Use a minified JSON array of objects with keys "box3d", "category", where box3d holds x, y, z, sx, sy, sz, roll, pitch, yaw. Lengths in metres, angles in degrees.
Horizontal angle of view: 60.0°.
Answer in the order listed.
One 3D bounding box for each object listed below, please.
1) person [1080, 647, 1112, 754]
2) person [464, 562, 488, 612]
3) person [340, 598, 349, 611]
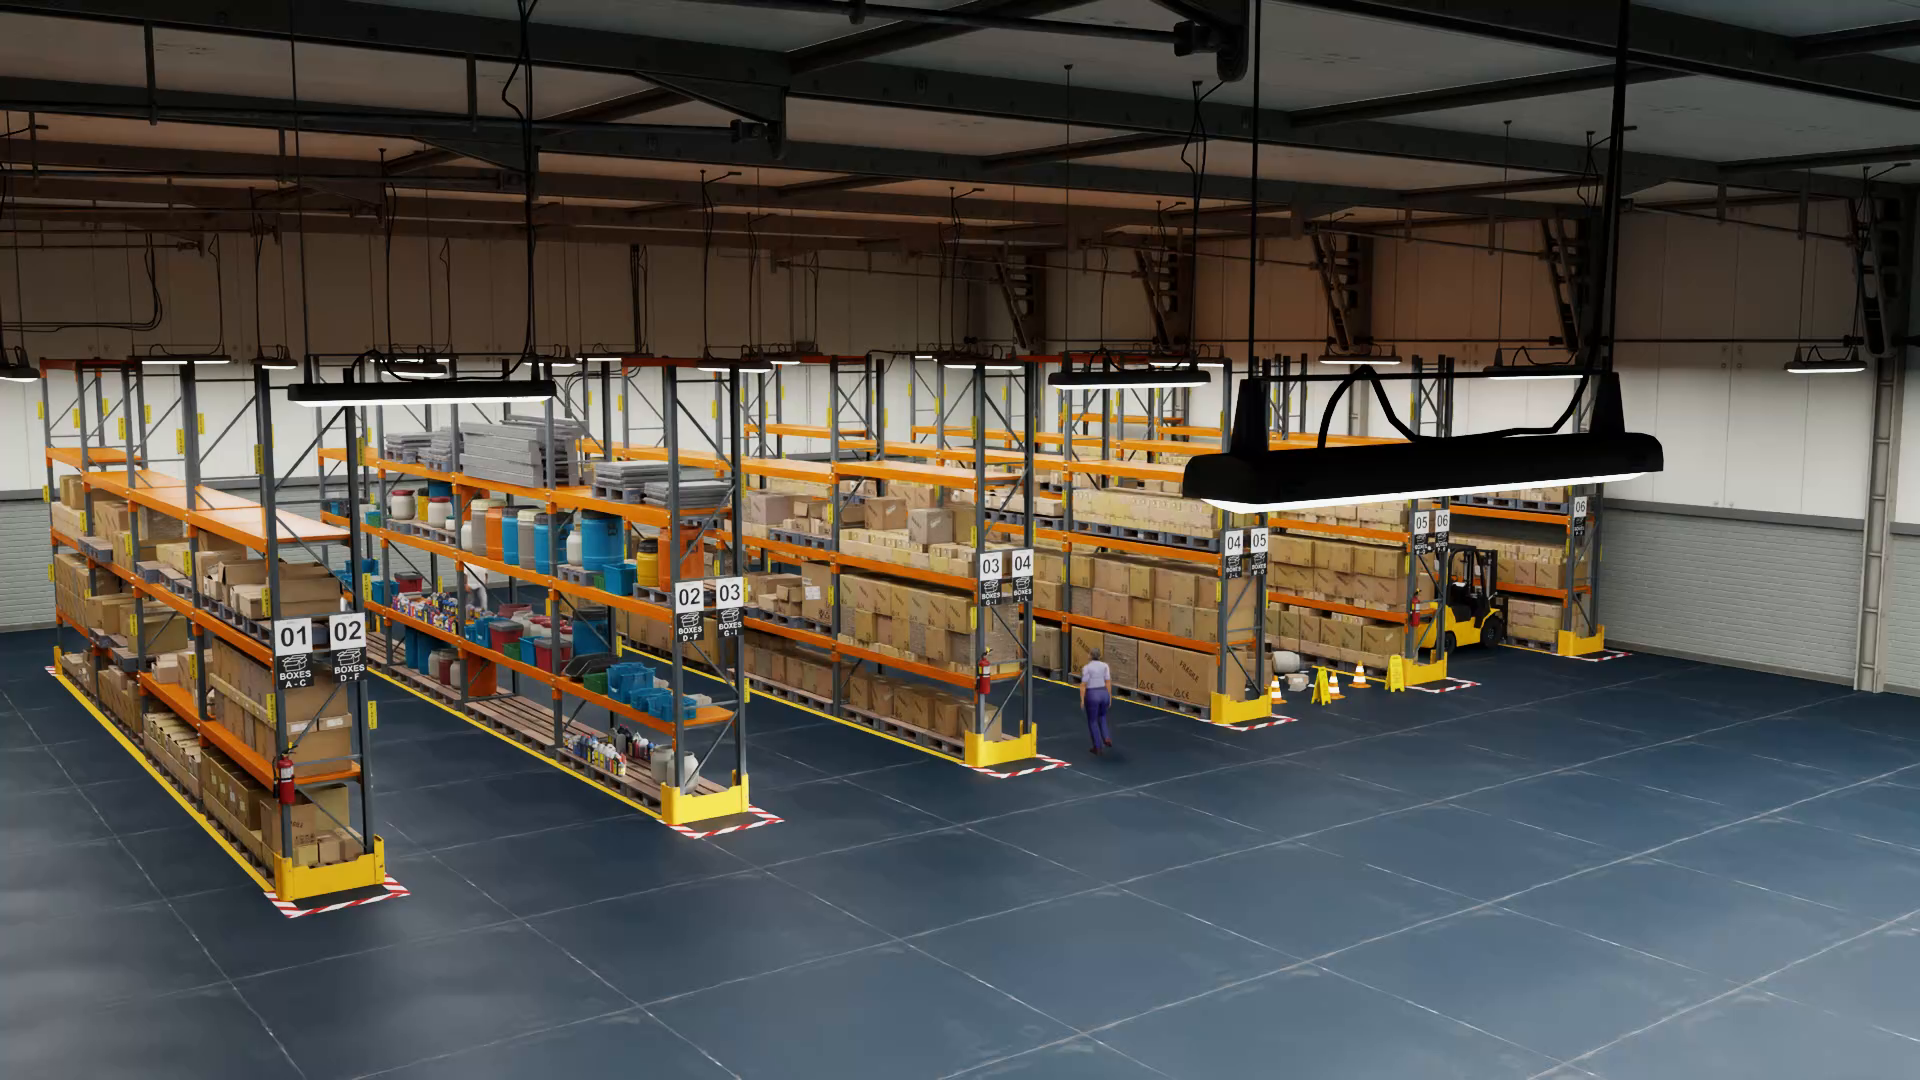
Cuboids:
[{"box3d":[2.085,2.450,25.561,0.532,1.633,0.460,-3,7,-22],"category":"person"},{"box3d":[-10.750,1.023,37.008,0.601,1.704,1.077,-5,8,-34],"category":"person"},{"box3d":[-11.787,1.687,31.261,0.529,1.720,1.006,-1,7,-9],"category":"person"}]
